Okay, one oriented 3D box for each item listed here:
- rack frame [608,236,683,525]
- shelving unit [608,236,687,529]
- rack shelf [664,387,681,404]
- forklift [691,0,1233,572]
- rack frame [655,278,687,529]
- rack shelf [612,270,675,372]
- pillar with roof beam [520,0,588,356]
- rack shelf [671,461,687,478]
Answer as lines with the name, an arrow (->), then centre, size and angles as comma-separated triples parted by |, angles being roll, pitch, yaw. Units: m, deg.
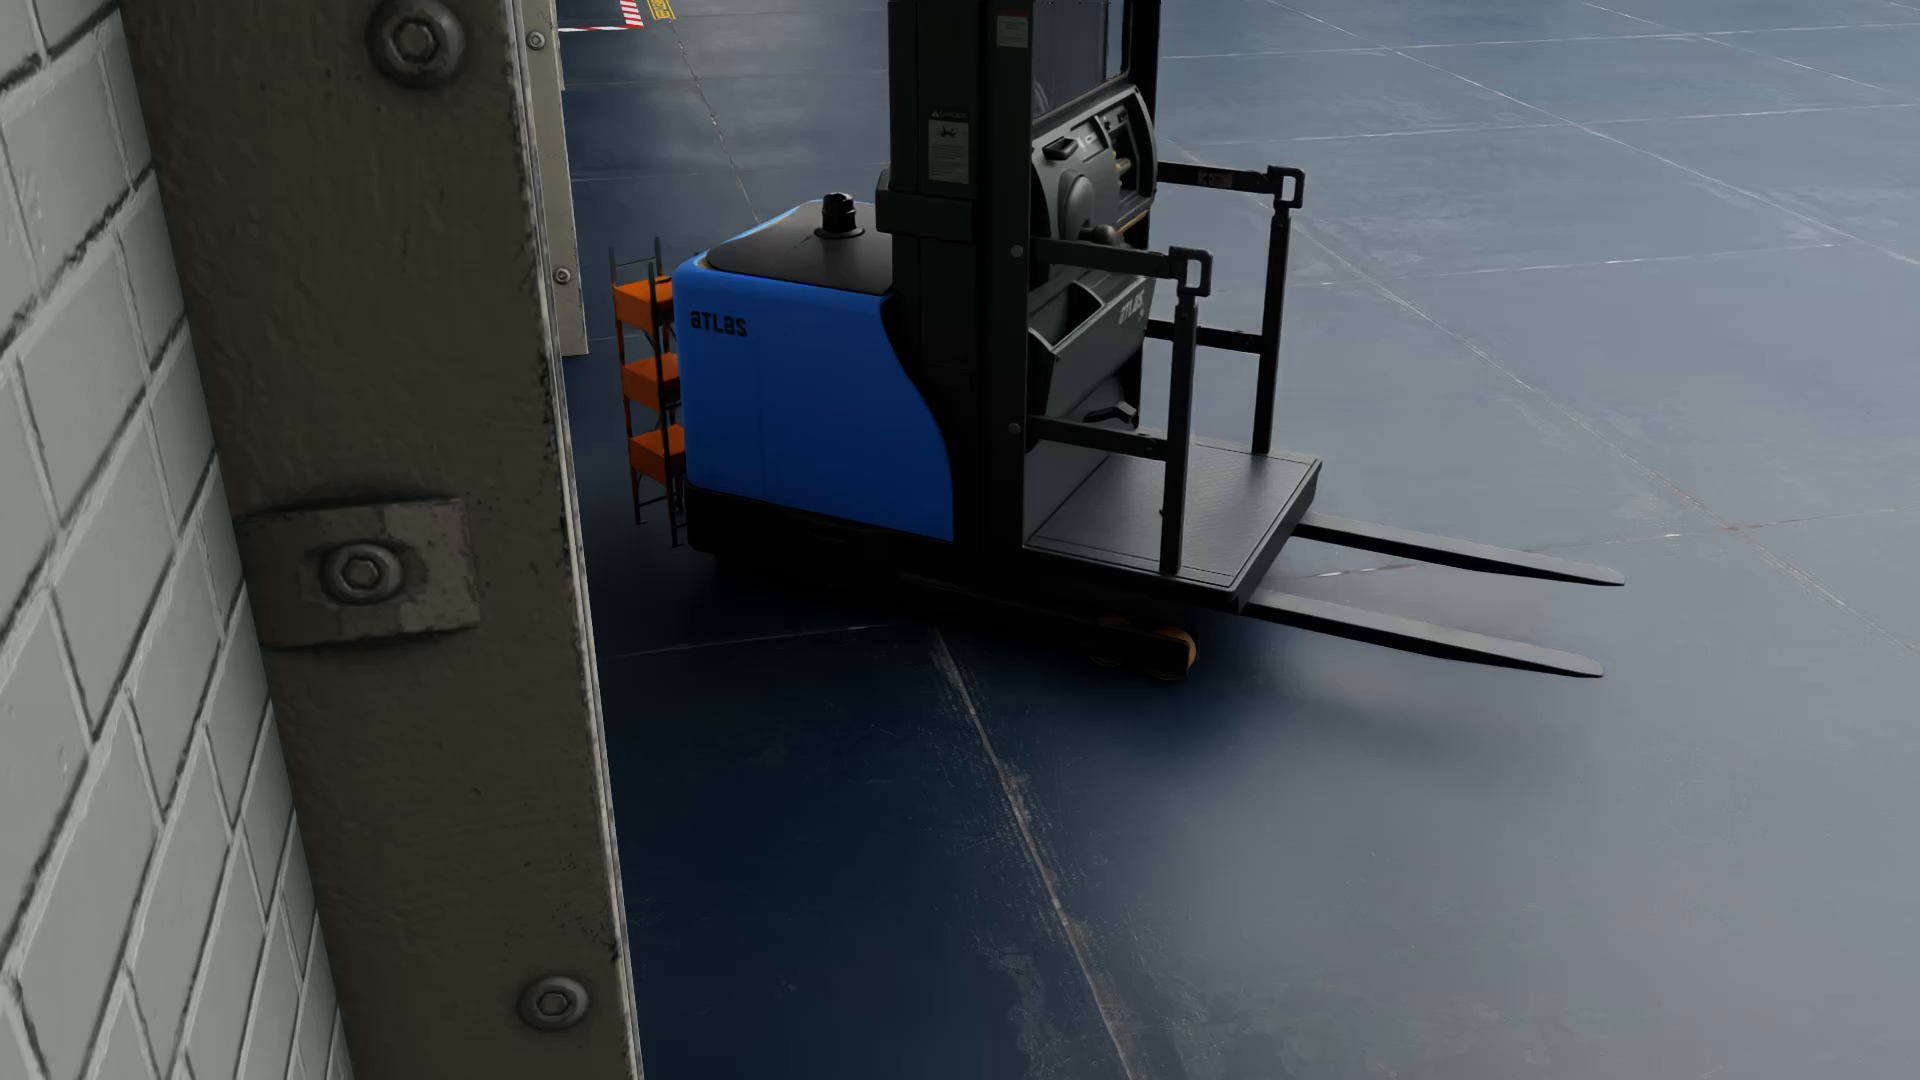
rack frame -> -1.117, -0.554, 5.938 | 0.200, 1.050, 0.008 | -22, 34, -37
shelving unit -> -1.036, -0.514, 5.858 | 0.215, 1.050, 0.249 | -22, 34, -37
rack shelf -> -1.035, -0.548, 5.839 | 0.166, 0.050, 0.221 | -22, 34, -37
forklift -> 11.000, -11.687, 25.659 | 8.923, 3.159, 51.914 | 12, 29, 22
rack frame -> -0.953, -0.473, 5.777 | 0.190, 0.915, 0.003 | -22, 34, -37
rack shelf -> -1.036, -0.757, 5.734 | 0.215, 0.259, 0.240 | -22, 34, -37
pillar with roof beam -> 2.273, -5.390, 6.697 | 9.100, 9.000, 0.400 | -6, 27, -12
rack shelf -> -1.035, -0.300, 5.964 | 0.166, 0.050, 0.221 | -22, 34, -37
